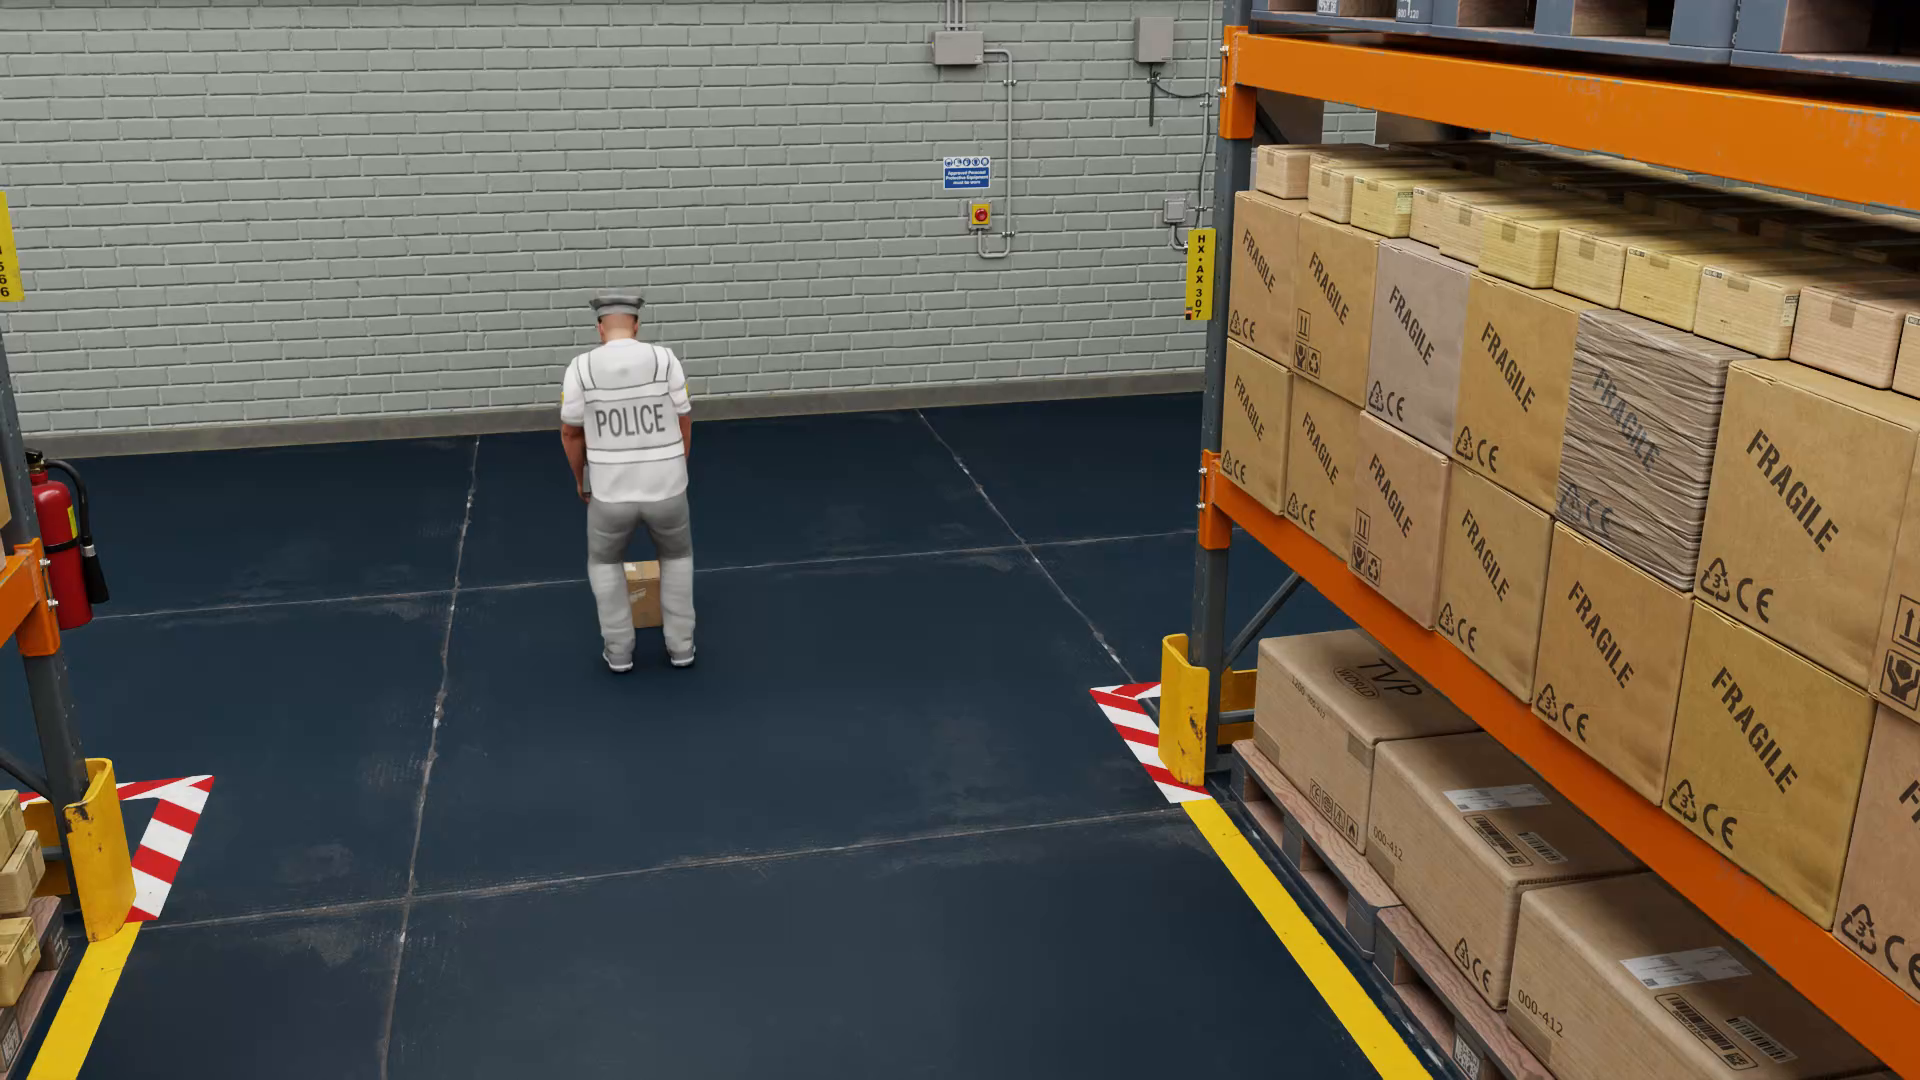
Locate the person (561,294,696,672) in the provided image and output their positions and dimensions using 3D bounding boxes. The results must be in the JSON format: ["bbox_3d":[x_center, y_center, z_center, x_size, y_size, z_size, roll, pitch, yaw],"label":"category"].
[{"bbox_3d":[-1.459,-0.240,7.368,0.564,1.678,0.539,-4,20,-11],"label":"person"}]
